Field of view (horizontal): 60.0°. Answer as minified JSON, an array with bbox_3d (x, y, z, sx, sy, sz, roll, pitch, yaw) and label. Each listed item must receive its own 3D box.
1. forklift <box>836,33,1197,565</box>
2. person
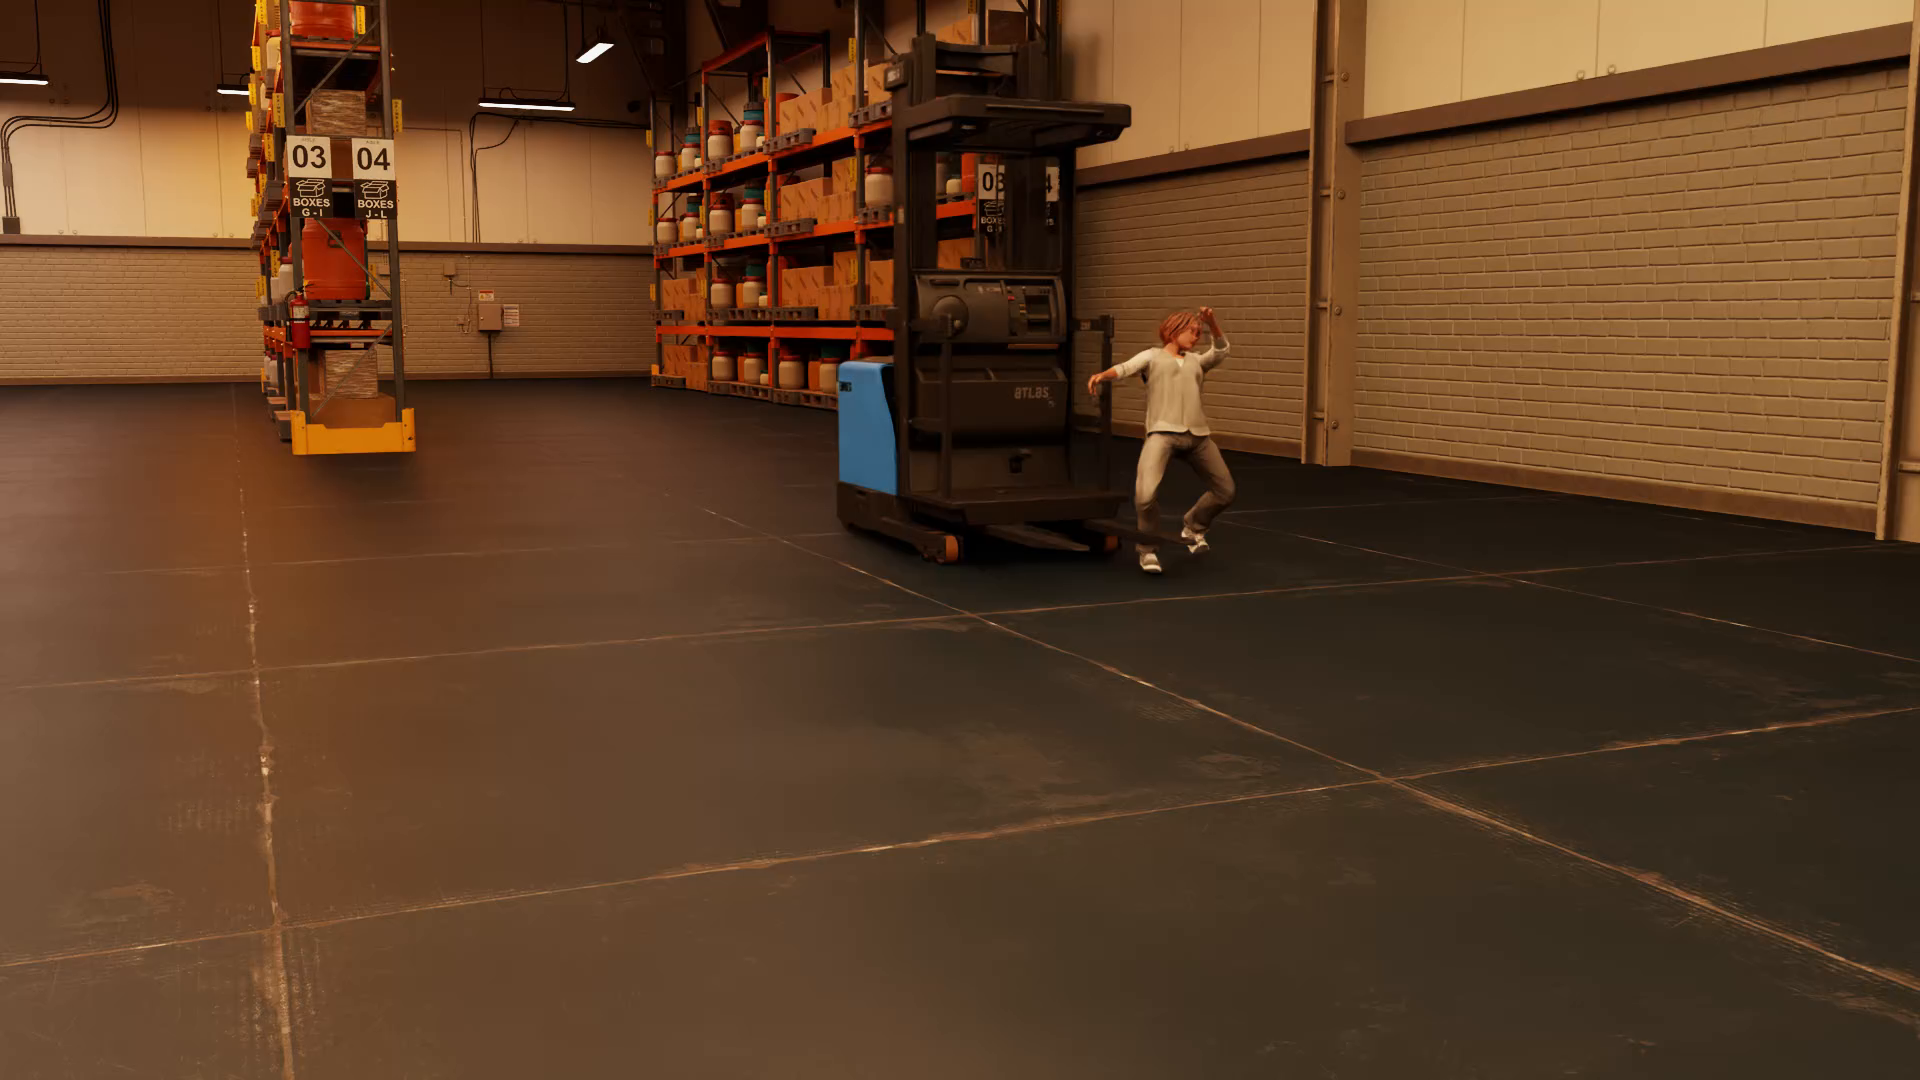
[{"bbox_3d":[0.269,-1.380,9.407,1.130,2.935,3.031,-3,8,-24],"label":"forklift"},{"bbox_3d":[1.036,-0.525,8.782,0.921,1.386,0.660,-3,8,-23],"label":"person"}]
